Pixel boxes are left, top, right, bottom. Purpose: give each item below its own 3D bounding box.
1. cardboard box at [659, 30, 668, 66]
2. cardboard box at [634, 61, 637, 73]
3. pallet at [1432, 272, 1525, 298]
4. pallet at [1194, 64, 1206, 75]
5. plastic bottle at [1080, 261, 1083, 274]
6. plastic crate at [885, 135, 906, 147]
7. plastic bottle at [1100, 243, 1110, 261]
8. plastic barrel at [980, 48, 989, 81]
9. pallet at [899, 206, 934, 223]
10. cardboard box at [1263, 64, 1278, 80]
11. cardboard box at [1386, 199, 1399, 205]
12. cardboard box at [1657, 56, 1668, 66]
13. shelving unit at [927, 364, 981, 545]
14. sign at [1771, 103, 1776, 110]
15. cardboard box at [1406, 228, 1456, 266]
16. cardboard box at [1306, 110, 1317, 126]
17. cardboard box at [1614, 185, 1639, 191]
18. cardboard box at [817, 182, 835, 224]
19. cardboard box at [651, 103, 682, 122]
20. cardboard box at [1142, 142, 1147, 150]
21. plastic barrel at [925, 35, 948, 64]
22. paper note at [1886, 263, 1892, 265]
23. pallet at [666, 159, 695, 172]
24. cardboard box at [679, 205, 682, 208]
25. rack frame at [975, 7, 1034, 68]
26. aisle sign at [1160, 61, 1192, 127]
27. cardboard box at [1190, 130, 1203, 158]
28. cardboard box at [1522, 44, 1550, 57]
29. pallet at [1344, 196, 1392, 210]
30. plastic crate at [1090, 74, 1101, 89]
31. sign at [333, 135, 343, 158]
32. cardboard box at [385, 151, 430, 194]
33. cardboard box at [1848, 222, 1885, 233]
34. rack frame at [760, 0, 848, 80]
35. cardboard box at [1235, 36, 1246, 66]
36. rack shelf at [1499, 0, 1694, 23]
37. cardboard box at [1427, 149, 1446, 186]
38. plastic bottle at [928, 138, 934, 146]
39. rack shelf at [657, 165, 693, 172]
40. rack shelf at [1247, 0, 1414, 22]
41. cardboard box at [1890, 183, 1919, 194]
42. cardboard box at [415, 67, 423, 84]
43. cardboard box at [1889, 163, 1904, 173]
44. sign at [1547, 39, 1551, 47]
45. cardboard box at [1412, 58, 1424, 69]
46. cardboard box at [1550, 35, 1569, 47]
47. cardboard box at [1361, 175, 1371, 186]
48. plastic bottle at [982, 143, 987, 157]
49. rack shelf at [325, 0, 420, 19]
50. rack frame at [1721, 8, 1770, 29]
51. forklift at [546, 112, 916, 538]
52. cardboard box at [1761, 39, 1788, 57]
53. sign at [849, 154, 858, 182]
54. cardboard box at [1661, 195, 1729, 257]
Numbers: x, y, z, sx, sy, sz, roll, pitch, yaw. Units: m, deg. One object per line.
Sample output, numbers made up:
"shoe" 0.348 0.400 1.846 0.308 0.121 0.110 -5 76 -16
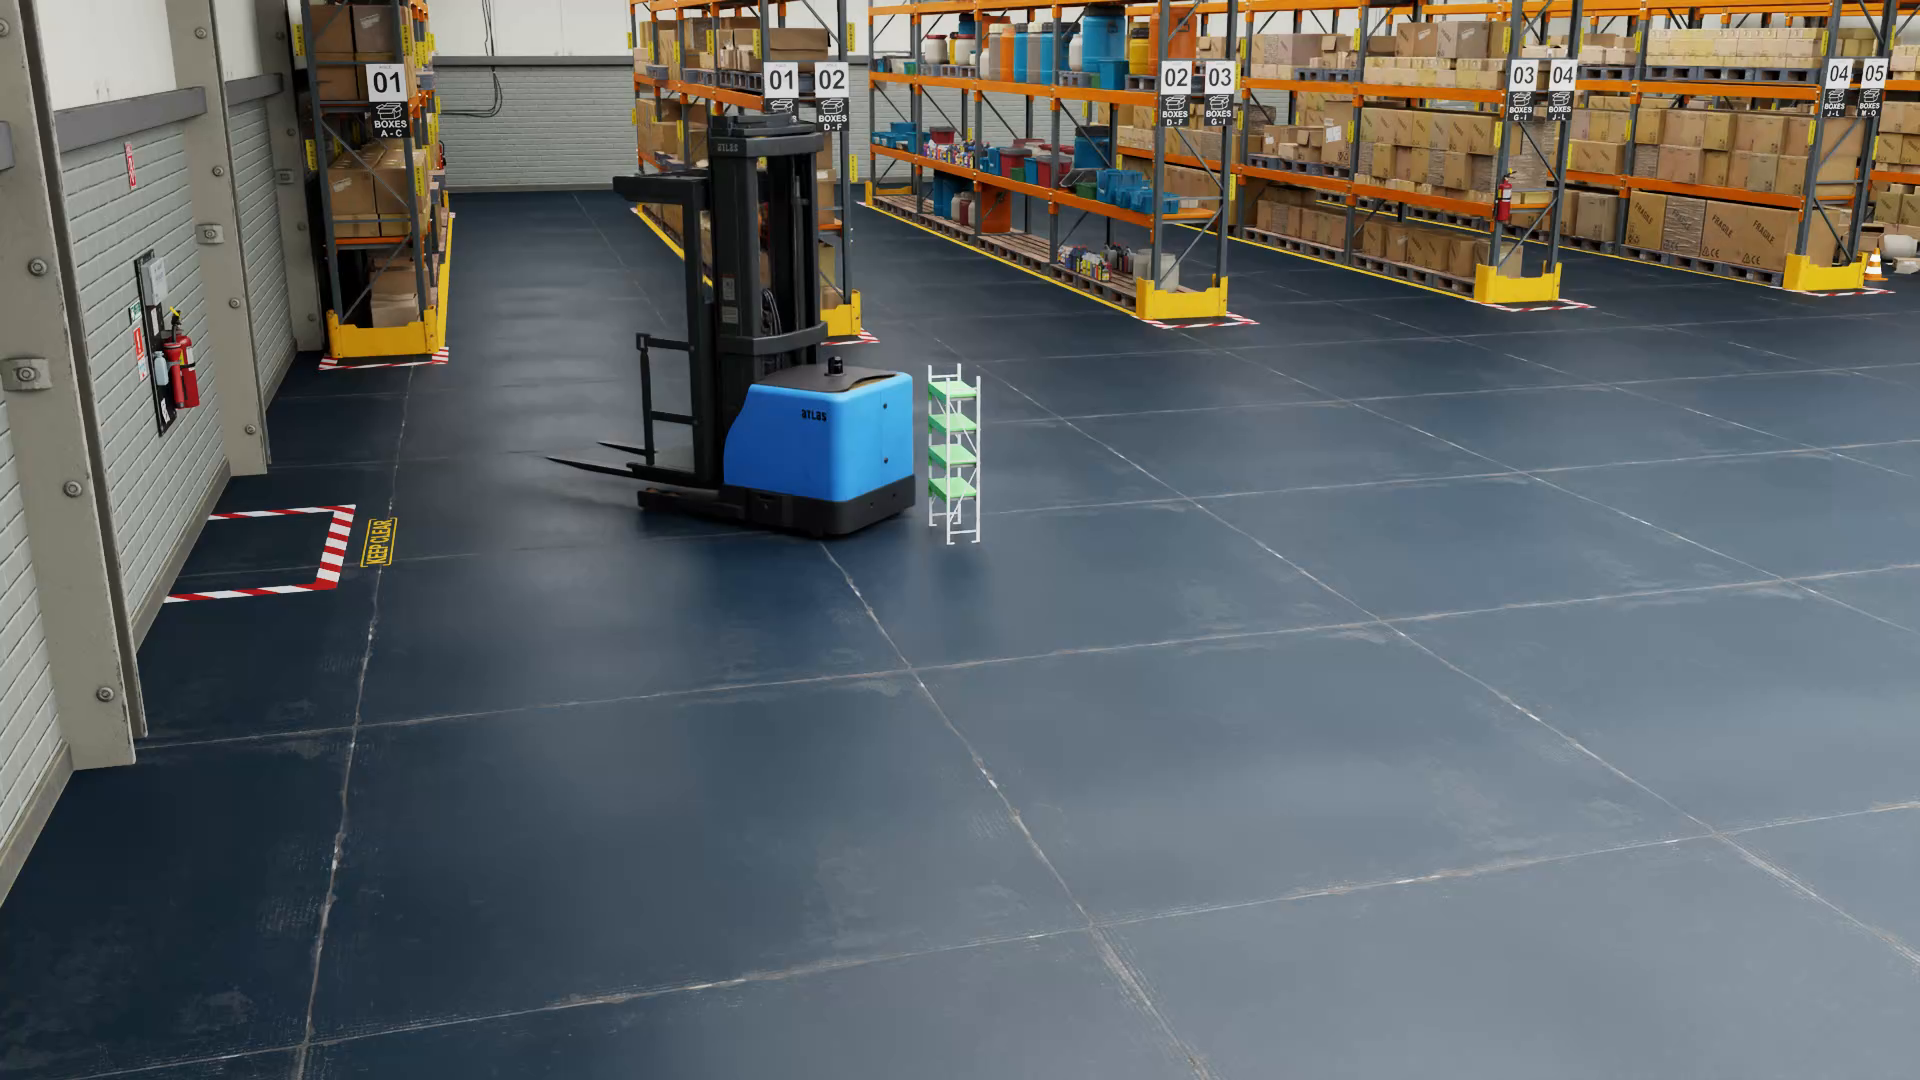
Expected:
"cardboard box" -5.044 -8.862 29.950 0.600 0.600 0.600 -6 18 -20
"cardboard box" -6.314 -9.583 33.687 0.500 0.250 0.500 -5 17 -15
"pallet" 7.502 -3.650 23.736 1.003 0.211 1.213 -5 17 -15
"pallet" 4.975 -8.779 31.078 1.003 0.211 1.213 -4 17 -13
"plastic bottle" 1.780 -3.934 23.933 0.097 0.201 0.097 0 17 0
"plastic crate" -1.334 -8.261 34.426 0.416 0.233 0.300 -5 17 -15
"plastic bottle" 2.166 -4.227 24.650 0.144 0.351 0.185 -5 17 -15
"plastic barrel" 0.542 -7.938 27.756 0.421 0.512 0.421 0 17 0
"pallet" -0.588 -6.529 33.322 1.003 0.211 1.213 -5 17 -15
"cardboard box" 5.538 -8.022 28.491 0.500 0.250 0.500 -4 17 -14
"cardboard box" 9.159 -7.199 34.319 0.500 0.500 0.500 -4 17 -13
"cardboard box" 11.256 -7.574 26.270 0.380 0.149 0.250 -5 17 -15
"shelving unit" -0.045 -0.620 11.932 0.258 1.200 0.503 -5 17 -15
"sign" 18.194 -9.603 37.201 0.100 0.325 0.005 -5 17 -15
"cardboard box" 7.095 -4.410 25.034 0.500 0.500 0.500 -6 18 -20
"cardboard box" 8.141 -9.425 37.424 0.500 0.500 0.500 -5 17 -15
"cardboard box" 14.445 -7.609 35.031 0.875 0.875 0.875 -4 17 -14
"cardboard box" -1.930 -4.133 20.322 0.700 0.500 0.500 -5 17 -15
"cardboard box" -5.500 -7.920 31.193 0.500 0.500 0.500 -5 17 -15
"cardboard box" 3.944 -8.066 34.026 0.380 0.149 0.250 -4 17 -14
"plastic barrel" -0.445 -9.202 31.192 0.433 0.535 0.433 0 17 0
"paper note" 14.977 -4.444 26.713 0.148 0.019 0.142 1 17 4
"pallet" -4.266 -6.258 27.903 1.213 0.211 1.003 -5 17 -15
"cardboard box" -4.515 -5.796 28.309 0.500 0.250 0.500 -4 17 -13
"rack frame" 0.751 -9.431 27.707 1.000 3.000 0.127 -5 17 -15
"aisle sign" 2.684 -5.547 20.685 0.394 0.787 0.004 -5 17 -15
"cardboard box" 4.723 -7.537 31.656 0.500 0.500 0.500 -4 17 -14
"cardboard box" 10.297 -8.739 29.868 0.500 0.311 0.500 -5 17 -15
"pallet" 8.992 -7.268 35.780 1.003 0.211 1.213 -5 17 -15
"plastic crate" 2.022 -6.329 22.961 0.336 0.188 0.450 -5 17 -15
"sign" -8.208 -5.178 21.964 0.100 0.325 0.005 -5 17 -15
"cardboard box" -7.105 -4.721 21.378 0.500 0.500 0.500 -5 17 -16
"cardboard box" 15.127 -5.027 27.813 0.500 0.500 0.500 7 18 23
"rack frame" -1.814 -6.828 19.040 1.000 3.000 0.127 -5 17 -15
"cardboard box" 5.276 -8.800 29.910 0.797 0.503 0.637 -4 17 -12
"rack shelf" 10.860 -9.098 28.543 1.077 0.370 4.000 -5 17 -15
"cardboard box" 7.238 -5.352 23.864 0.875 0.500 0.500 -5 17 -15
"plastic bottle" -0.552 -7.507 31.814 0.144 0.351 0.185 -5 17 -15
"rack shelf" -4.562 -6.376 29.215 1.077 0.370 4.000 -5 17 -15
"rack shelf" 6.063 -8.734 27.330 1.077 0.370 4.000 -5 17 -15
"cardboard box" 16.020 -5.957 28.188 0.380 0.149 0.250 -4 17 -14
"cardboard box" -8.317 -7.000 24.949 0.500 0.311 0.500 -5 17 -15
"cardboard box" 16.038 -6.328 28.242 0.380 0.149 0.250 -4 17 -14
"sign" 10.846 -9.078 30.708 0.100 0.325 0.005 -5 17 -15
"cardboard box" 6.800 -6.927 24.152 0.380 0.149 0.250 -5 17 -16
"cardboard box" 13.541 -10.945 36.878 0.797 0.503 0.637 -3 17 -11
"cardboard box" 6.439 -5.569 25.716 0.380 0.149 0.250 -5 17 -15
"plastic bottle" 0.412 -7.059 30.322 0.144 0.351 0.185 -5 17 -15
"rack shelf" -8.225 -7.559 23.419 1.077 0.370 4.000 -5 17 -15
"rack frame" 15.042 -10.606 31.619 1.000 3.000 0.127 -5 17 -15
"forklift" -1.866 -1.714 12.563 3.031 2.935 1.130 10 19 29
"cardboard box" 11.969 -7.109 24.030 0.500 0.250 0.500 -5 17 -15
"sign" -1.279 -4.449 19.908 0.100 0.325 0.005 -5 17 -15
"cardboard box" 11.766 -4.962 26.222 0.875 0.875 0.875 -5 17 -15
